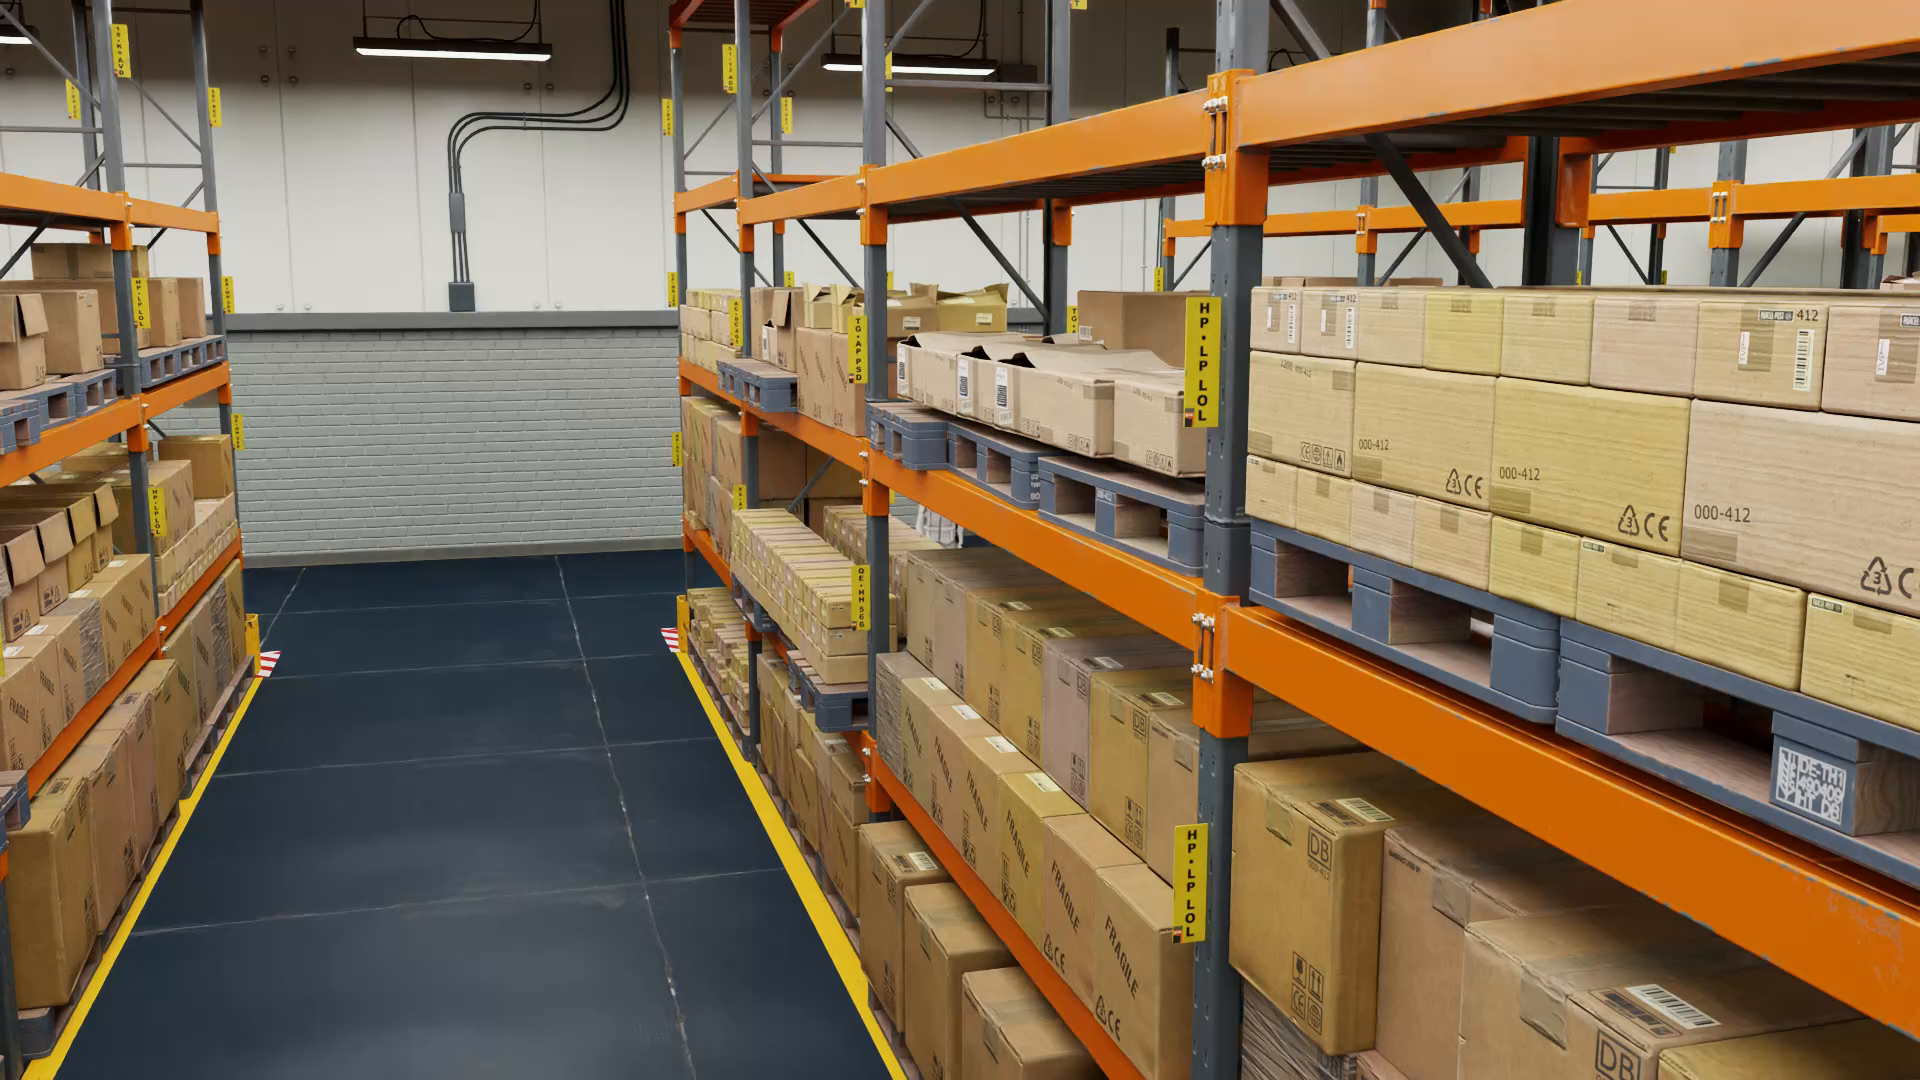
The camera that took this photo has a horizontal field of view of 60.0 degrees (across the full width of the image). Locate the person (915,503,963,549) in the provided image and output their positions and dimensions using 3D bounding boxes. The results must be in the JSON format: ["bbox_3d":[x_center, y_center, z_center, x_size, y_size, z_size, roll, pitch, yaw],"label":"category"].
[{"bbox_3d":[-0.215,0.068,16.864,0.497,1.672,0.631,0,9,-2],"label":"person"}]
